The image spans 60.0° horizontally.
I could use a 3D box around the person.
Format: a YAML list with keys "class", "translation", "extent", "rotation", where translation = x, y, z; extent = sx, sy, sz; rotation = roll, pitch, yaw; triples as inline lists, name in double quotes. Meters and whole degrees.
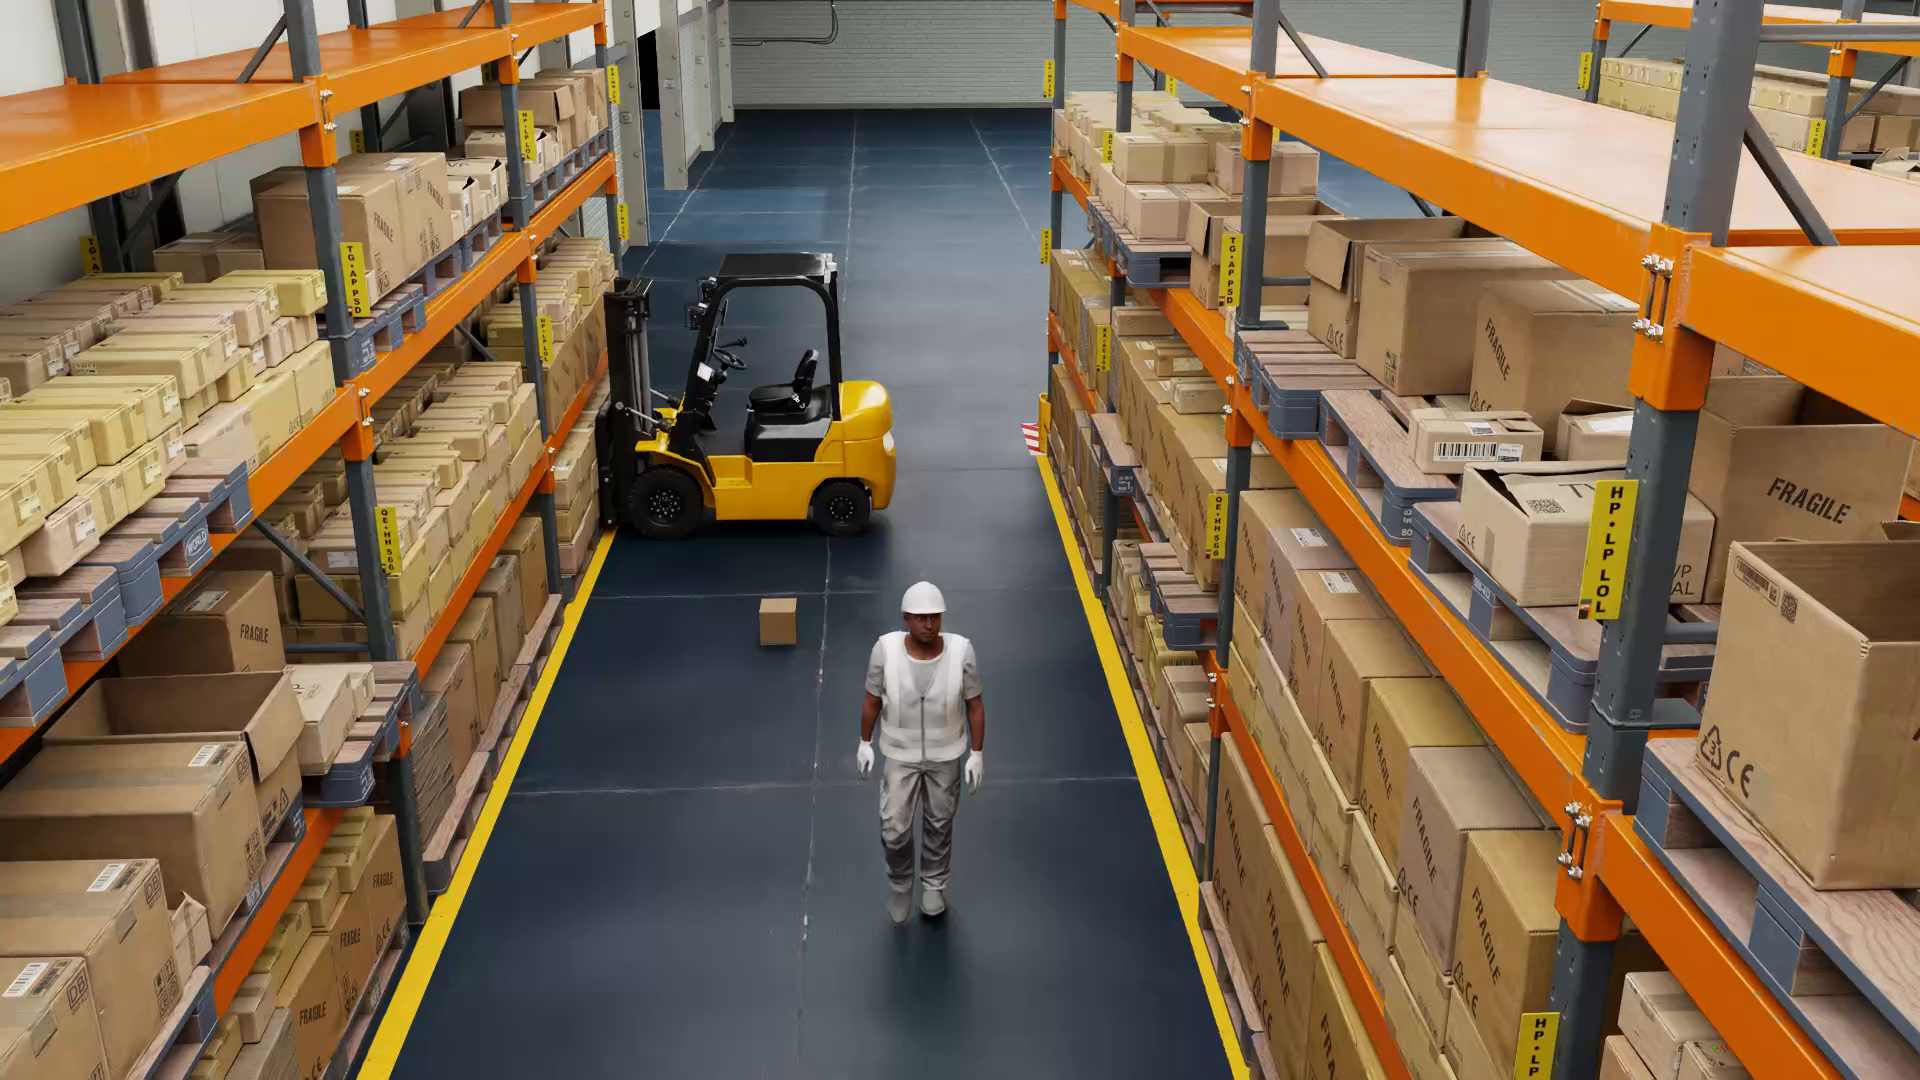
- class: "person"
  translation: [-0.190, 1.067, 8.103]
  extent: [0.626, 1.808, 0.478]
  rotation: [-1, 20, -4]
